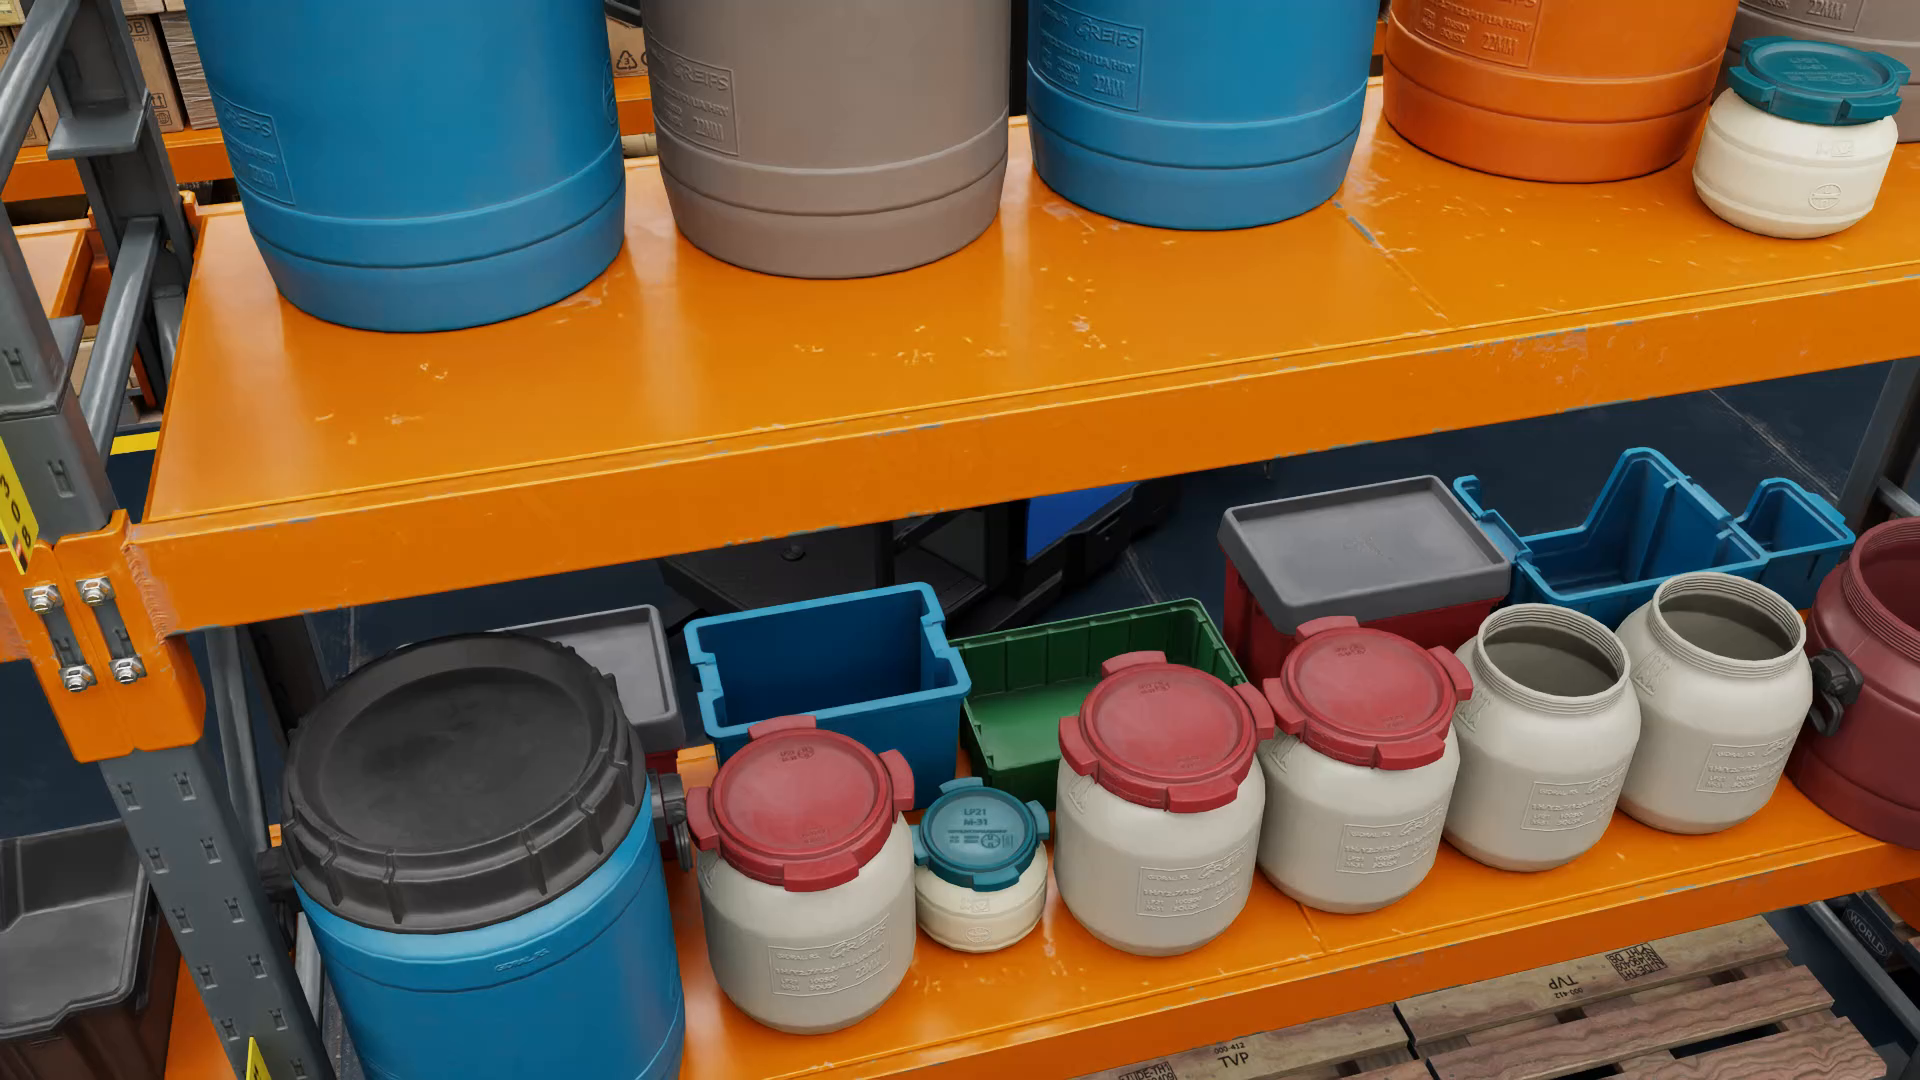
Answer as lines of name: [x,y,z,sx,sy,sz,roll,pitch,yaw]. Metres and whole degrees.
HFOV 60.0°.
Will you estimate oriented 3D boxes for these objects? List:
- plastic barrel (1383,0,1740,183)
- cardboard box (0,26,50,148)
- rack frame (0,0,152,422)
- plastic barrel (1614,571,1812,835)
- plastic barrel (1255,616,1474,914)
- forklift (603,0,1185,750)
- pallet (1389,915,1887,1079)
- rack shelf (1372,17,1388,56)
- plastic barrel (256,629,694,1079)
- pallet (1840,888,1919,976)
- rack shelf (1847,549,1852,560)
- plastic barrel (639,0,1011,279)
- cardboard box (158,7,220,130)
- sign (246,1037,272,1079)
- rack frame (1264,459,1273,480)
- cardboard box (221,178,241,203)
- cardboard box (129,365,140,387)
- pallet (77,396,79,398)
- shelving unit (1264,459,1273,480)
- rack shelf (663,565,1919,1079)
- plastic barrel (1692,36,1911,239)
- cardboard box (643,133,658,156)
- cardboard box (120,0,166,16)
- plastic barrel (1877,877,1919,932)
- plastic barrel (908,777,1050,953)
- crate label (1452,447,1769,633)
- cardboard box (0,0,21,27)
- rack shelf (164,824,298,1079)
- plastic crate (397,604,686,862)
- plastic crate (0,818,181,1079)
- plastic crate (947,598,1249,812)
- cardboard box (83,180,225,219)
plastic barrel: [1.100,-1.133,2.940,0.708,0.830,0.600,-9,38,-12]
cardboard box: [-3.988,-1.951,6.750,0.500,0.500,0.700,-9,38,-11]
rack frame: [-1.281,-1.627,1.470,0.127,3.000,1.000,-9,38,-12]
plastic barrel: [1.644,0.366,3.710,0.421,0.512,0.421,0,37,0]
plastic barrel: [0.826,0.494,3.523,0.433,0.535,0.433,0,37,0]
forklift: [-0.438,-0.845,5.443,1.130,2.935,3.031,29,46,32]
pallet: [1.823,1.330,4.838,1.213,0.211,1.003,-9,38,-12]
rack shelf: [3.224,-2.815,8.553,4.000,0.370,1.077,-9,38,-12]
plastic barrel: [-0.829,0.673,2.988,0.708,0.901,0.600,-9,38,-12]
pallet: [3.331,1.081,5.164,1.213,0.211,1.003,-9,38,-12]
rack shelf: [4.512,0.091,4.754,4.000,0.370,1.077,-9,38,-12]
plastic barrel: [-0.215,-0.946,2.636,0.600,0.901,0.600,0,37,0]
cardboard box: [-2.995,-2.116,6.965,0.500,0.500,0.700,-10,39,-13]
sign: [-1.148,0.971,2.785,0.005,0.325,0.100,-9,38,-12]
rack frame: [1.314,-1.213,6.608,0.015,2.100,0.400,0,37,0]
cardboard box: [-3.098,-1.633,7.716,0.500,0.500,0.500,-9,38,-12]
cardboard box: [-3.444,-0.950,7.440,0.500,0.250,0.500,-9,38,-12]
pallet: [-4.527,-0.746,7.551,1.213,0.211,1.003,-9,38,-12]
shelving unit: [1.070,-1.213,6.608,0.503,2.100,0.431,0,37,0]
rack shelf: [0.650,0.725,3.926,4.000,0.370,1.077,-9,38,-12]
plastic barrel: [1.414,-0.676,2.809,0.301,0.262,0.301,0,37,0]
cardboard box: [-1.269,-1.843,8.147,0.500,0.311,0.500,-9,38,-12]
cardboard box: [-3.267,-2.198,6.538,0.250,0.149,0.380,-10,39,-13]
plastic barrel: [3.049,0.730,4.767,0.708,0.830,0.600,-9,38,-12]
plastic barrel: [0.037,0.691,3.491,0.301,0.262,0.301,0,37,0]
crate label: [1.551,0.107,4.112,0.616,0.435,0.502,-9,38,-12]
cardboard box: [-3.758,-2.118,6.434,0.250,0.149,0.380,-9,38,-12]
rack shelf: [-3.211,1.359,3.097,4.000,0.370,1.077,-9,38,-12]
plastic crate: [-0.893,0.474,3.608,0.583,0.464,0.402,-9,38,-12]
plastic crate: [-1.819,0.789,3.301,0.504,0.338,0.767,-9,38,-12]
plastic crate: [0.327,0.399,3.934,0.662,0.188,0.450,-9,38,-12]
cardboard box: [-3.445,-1.249,7.214,0.500,0.500,0.500,-9,38,-12]
